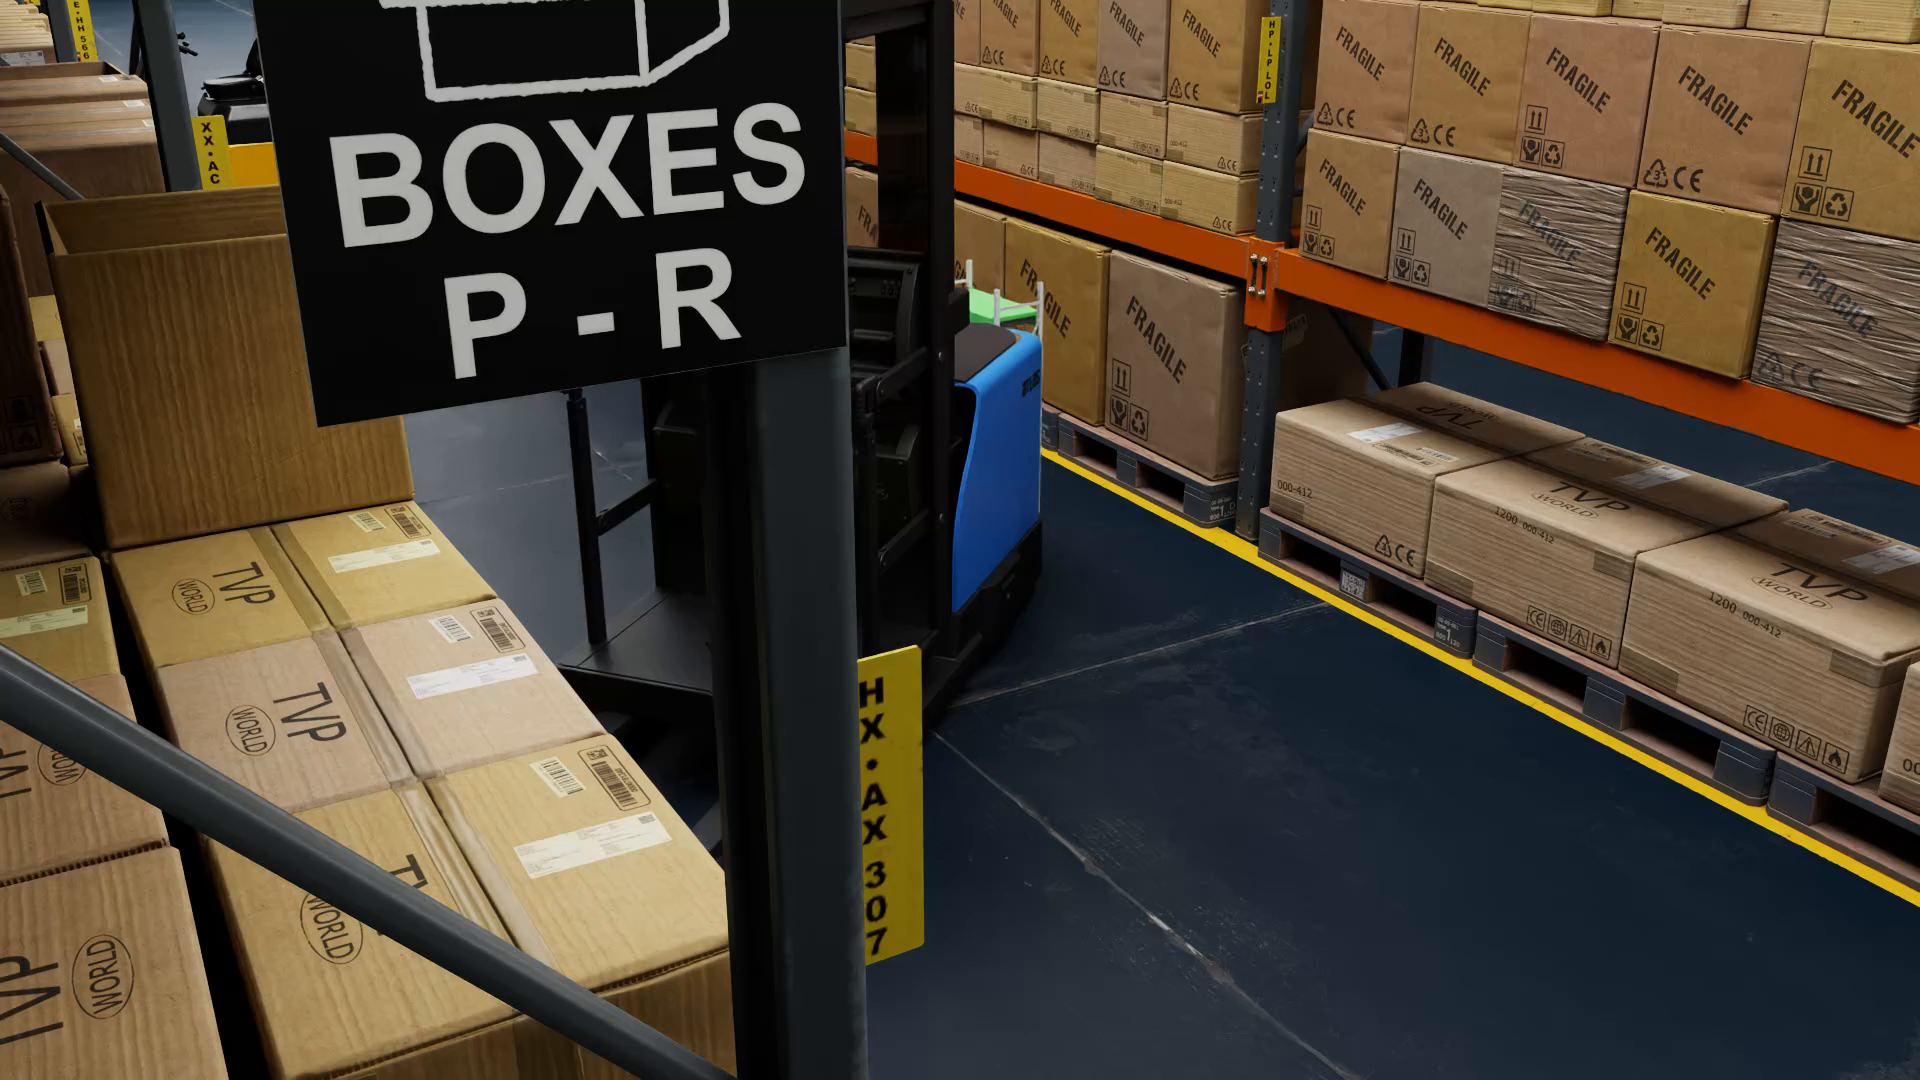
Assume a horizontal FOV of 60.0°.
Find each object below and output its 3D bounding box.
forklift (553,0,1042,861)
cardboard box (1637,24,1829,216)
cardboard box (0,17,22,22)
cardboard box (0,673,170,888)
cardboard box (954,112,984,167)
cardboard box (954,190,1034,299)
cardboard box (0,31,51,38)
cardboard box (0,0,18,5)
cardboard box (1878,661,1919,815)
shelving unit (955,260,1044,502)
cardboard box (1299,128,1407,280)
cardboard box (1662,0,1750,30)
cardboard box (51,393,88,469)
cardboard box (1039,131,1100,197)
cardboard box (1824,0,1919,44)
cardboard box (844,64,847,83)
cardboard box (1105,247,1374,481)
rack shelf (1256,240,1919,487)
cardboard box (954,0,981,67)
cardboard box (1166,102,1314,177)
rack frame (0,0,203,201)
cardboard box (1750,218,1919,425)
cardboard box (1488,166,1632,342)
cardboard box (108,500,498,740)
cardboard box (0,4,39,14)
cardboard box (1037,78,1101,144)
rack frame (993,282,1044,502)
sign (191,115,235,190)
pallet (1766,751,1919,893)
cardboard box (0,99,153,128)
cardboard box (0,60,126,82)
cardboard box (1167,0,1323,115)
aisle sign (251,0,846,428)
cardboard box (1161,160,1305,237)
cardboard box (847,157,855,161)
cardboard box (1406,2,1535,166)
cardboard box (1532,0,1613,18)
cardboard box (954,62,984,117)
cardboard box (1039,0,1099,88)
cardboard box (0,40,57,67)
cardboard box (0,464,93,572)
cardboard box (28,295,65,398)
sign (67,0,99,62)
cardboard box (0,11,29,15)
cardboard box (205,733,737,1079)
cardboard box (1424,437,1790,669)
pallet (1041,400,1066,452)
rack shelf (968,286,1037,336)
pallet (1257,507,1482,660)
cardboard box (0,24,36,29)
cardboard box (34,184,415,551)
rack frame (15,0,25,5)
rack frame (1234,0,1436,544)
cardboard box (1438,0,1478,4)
[{"bbox_3d":[-0.649,-0.718,5.186,1.130,2.935,3.031,8,23,18],"label":"forklift"},{"bbox_3d":[2.471,-1.302,5.070,0.500,0.500,0.500,-13,25,-29],"label":"cardboard box"},{"bbox_3d":[-5.426,-2.817,9.263,0.380,0.149,0.250,-13,25,-28],"label":"cardboard box"},{"bbox_3d":[-1.271,0.428,2.079,0.500,0.250,0.500,-13,25,-28],"label":"cardboard box"},{"bbox_3d":[0.207,-2.174,8.877,0.500,0.250,0.500,-12,25,-27],"label":"cardboard box"},{"bbox_3d":[0.367,-1.466,9.198,0.875,0.875,0.875,-12,25,-28],"label":"cardboard box"},{"bbox_3d":[-4.833,-2.500,8.483,0.380,0.149,0.250,-12,25,-27],"label":"cardboard box"},{"bbox_3d":[-6.163,-3.322,10.507,0.380,0.149,0.250,-13,26,-29],"label":"cardboard box"},{"bbox_3d":[3.297,0.603,4.689,0.875,0.438,0.875,-14,26,-30],"label":"cardboard box"},{"bbox_3d":[0.092,-0.529,7.019,0.258,1.200,0.503,-15,27,-33],"label":"shelving unit"},{"bbox_3d":[1.691,-1.334,6.476,0.500,0.500,0.500,-12,25,-27],"label":"cardboard box"},{"bbox_3d":[2.376,-1.651,5.067,0.380,0.149,0.250,-13,25,-28],"label":"cardboard box"},{"bbox_3d":[-1.607,-0.161,3.527,0.500,0.250,0.500,-13,25,-29],"label":"cardboard box"},{"bbox_3d":[0.730,-1.849,8.076,0.500,0.250,0.500,-13,26,-30],"label":"cardboard box"},{"bbox_3d":[2.665,-1.485,4.659,0.380,0.149,0.250,-12,25,-27],"label":"cardboard box"},{"bbox_3d":[-0.737,-2.923,10.296,0.380,0.149,0.250,-12,25,-26],"label":"cardboard box"},{"bbox_3d":[1.291,-0.885,7.770,0.875,0.875,0.875,-12,25,-27],"label":"cardboard box"},{"bbox_3d":[2.698,-0.509,5.535,1.077,0.370,4.000,-13,25,-28],"label":"rack shelf"},{"bbox_3d":[0.188,-2.758,8.653,0.500,0.500,0.500,-12,25,-27],"label":"cardboard box"},{"bbox_3d":[1.242,-1.748,7.163,0.500,0.250,0.500,-13,25,-28],"label":"cardboard box"},{"bbox_3d":[-2.589,-0.534,4.641,1.000,3.000,0.127,-13,25,-28],"label":"rack frame"},{"bbox_3d":[2.731,-0.676,4.859,0.500,0.500,0.500,-12,25,-27],"label":"cardboard box"},{"bbox_3d":[2.193,-1.008,5.674,0.500,0.500,0.500,-12,25,-28],"label":"cardboard box"},{"bbox_3d":[-1.065,0.168,2.720,0.500,0.250,0.500,-13,26,-29],"label":"cardboard box"},{"bbox_3d":[-5.835,-3.173,10.141,0.380,0.149,0.250,-13,26,-30],"label":"cardboard box"},{"bbox_3d":[0.711,-2.075,7.967,0.500,0.250,0.500,-12,25,-27],"label":"cardboard box"},{"bbox_3d":[0.234,-0.454,6.835,0.240,1.200,0.015,-15,27,-33],"label":"rack frame"},{"bbox_3d":[-2.126,-1.042,4.741,0.100,0.325,0.005,-13,25,-28],"label":"sign"},{"bbox_3d":[3.244,0.853,4.932,1.003,0.211,1.213,-13,25,-28],"label":"pallet"},{"bbox_3d":[-2.908,-1.142,5.446,0.700,0.500,0.500,-12,25,-28],"label":"cardboard box"},{"bbox_3d":[-3.639,-1.578,6.515,0.797,0.503,0.637,-13,26,-29],"label":"cardboard box"},{"bbox_3d":[1.232,-2.095,7.023,0.500,0.500,0.500,-12,25,-27],"label":"cardboard box"},{"bbox_3d":[-0.258,-0.478,1.050,0.394,0.787,0.004,-13,25,-28],"label":"aisle sign"},{"bbox_3d":[1.231,-1.517,7.259,0.500,0.250,0.500,-13,26,-29],"label":"cardboard box"},{"bbox_3d":[-0.895,-3.624,14.558,0.500,0.500,0.500,-13,25,-28],"label":"cardboard box"},{"bbox_3d":[1.964,-1.634,5.887,0.500,0.500,0.500,-13,25,-29],"label":"cardboard box"},{"bbox_3d":[2.111,-1.809,5.457,0.380,0.149,0.250,-13,26,-30],"label":"cardboard box"},{"bbox_3d":[0.187,-2.404,8.777,0.500,0.250,0.500,-13,25,-28],"label":"cardboard box"},{"bbox_3d":[0.720,-2.429,7.844,0.500,0.500,0.500,-12,25,-27],"label":"cardboard box"},{"bbox_3d":[-4.542,-2.335,8.079,0.380,0.149,0.250,-12,25,-27],"label":"cardboard box"},{"bbox_3d":[-1.787,0.097,2.892,0.500,0.250,0.500,-13,25,-28],"label":"cardboard box"},{"bbox_3d":[-2.119,-0.484,4.323,0.500,0.250,0.500,-12,25,-27],"label":"cardboard box"},{"bbox_3d":[-4.171,-2.436,7.888,0.100,0.325,0.005,-13,25,-28],"label":"sign"},{"bbox_3d":[-5.632,-2.994,9.700,0.380,0.149,0.250,-12,25,-28],"label":"cardboard box"},{"bbox_3d":[-0.546,0.494,1.916,0.500,0.250,0.500,-12,25,-28],"label":"cardboard box"},{"bbox_3d":[2.363,0.016,6.133,0.875,0.438,0.875,-13,26,-30],"label":"cardboard box"},{"bbox_3d":[0.590,-0.828,9.069,1.003,0.211,1.213,-13,25,-28],"label":"pallet"},{"bbox_3d":[0.092,-0.914,6.862,0.258,0.148,0.480,-15,27,-33],"label":"rack shelf"},{"bbox_3d":[1.998,0.063,6.875,1.003,0.211,1.213,-13,25,-28],"label":"pallet"},{"bbox_3d":[-5.131,-2.657,8.871,0.380,0.149,0.250,-12,25,-28],"label":"cardboard box"},{"bbox_3d":[-1.312,-0.339,2.969,0.500,0.500,0.500,-12,25,-27],"label":"cardboard box"},{"bbox_3d":[-6.676,-3.123,11.012,1.000,3.000,0.127,-13,25,-28],"label":"rack frame"},{"bbox_3d":[1.676,-1.490,6.993,1.000,3.000,0.127,-13,25,-28],"label":"rack frame"},{"bbox_3d":[1.926,-1.993,5.909,0.380,0.149,0.250,-13,25,-29],"label":"cardboard box"}]
